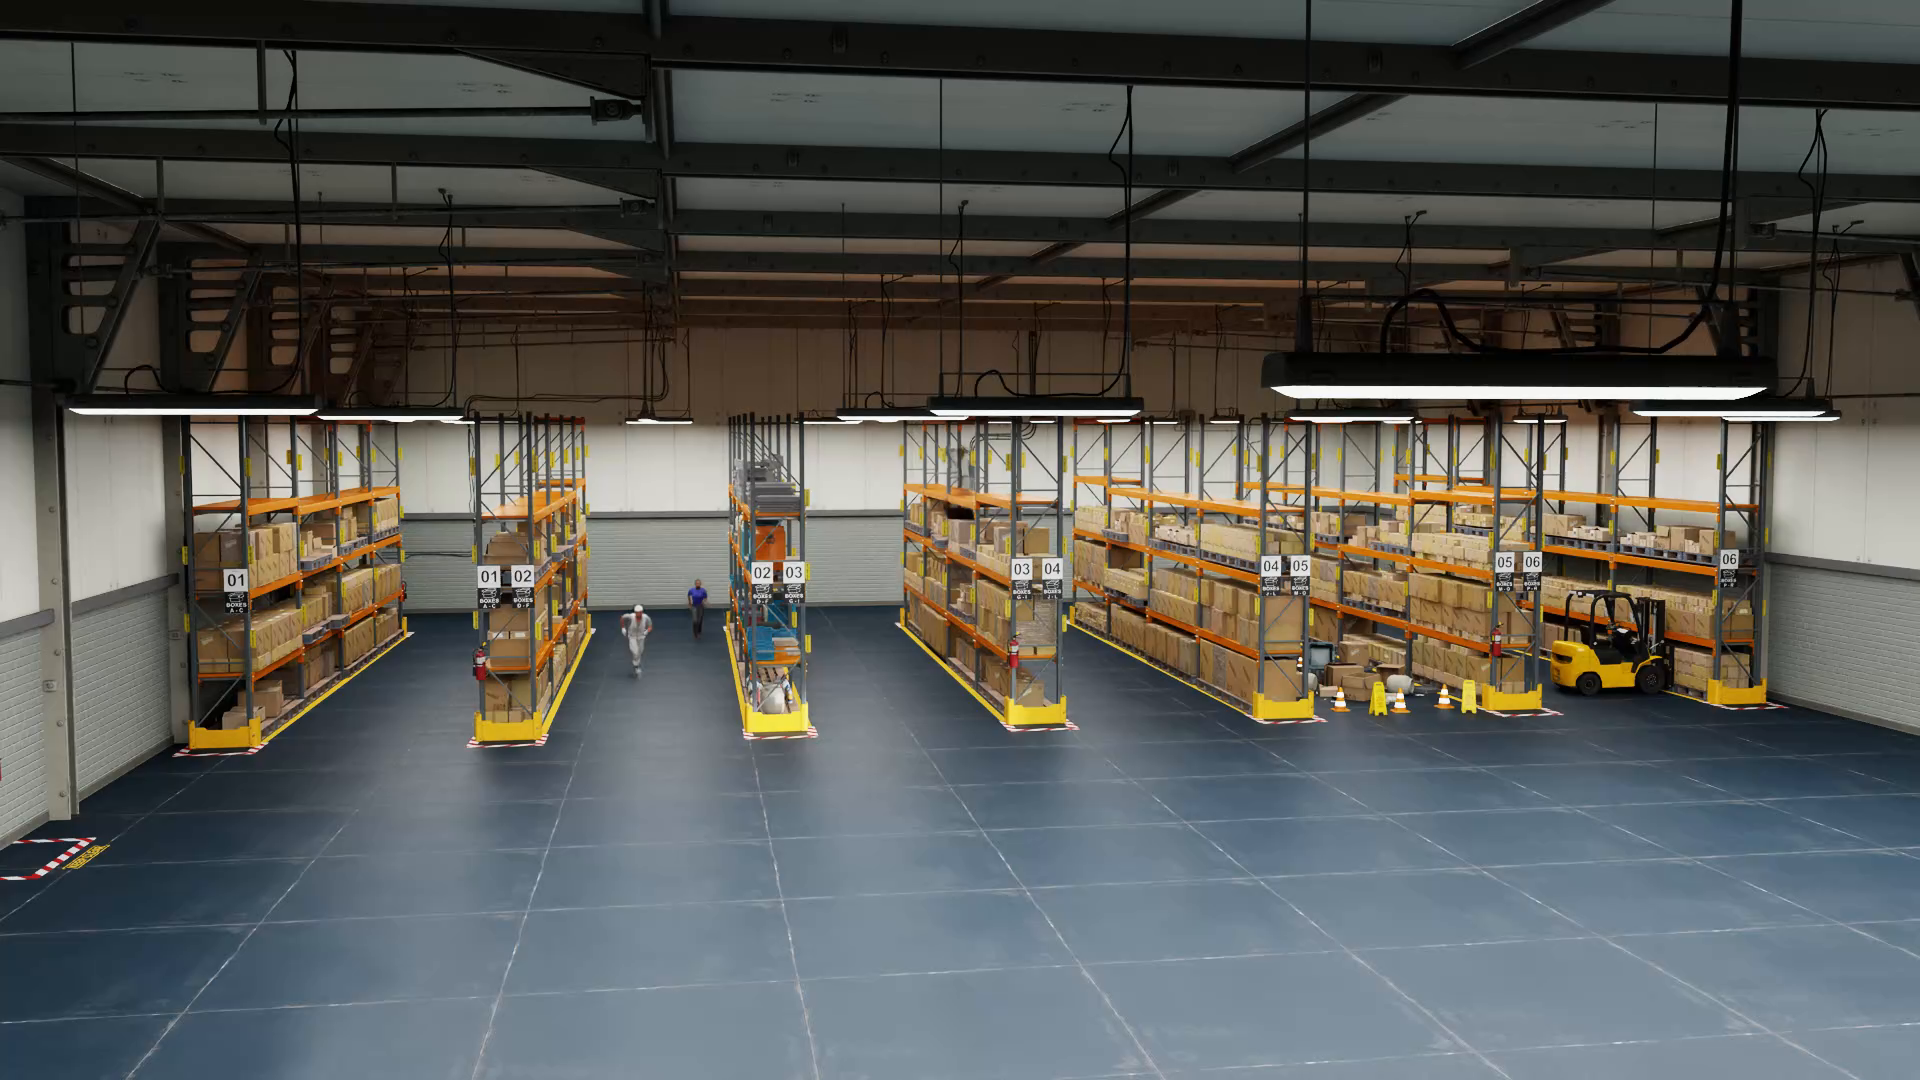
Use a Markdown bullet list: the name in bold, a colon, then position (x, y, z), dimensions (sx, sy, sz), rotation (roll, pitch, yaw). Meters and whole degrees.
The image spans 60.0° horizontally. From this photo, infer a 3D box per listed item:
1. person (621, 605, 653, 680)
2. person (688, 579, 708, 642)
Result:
- **person**: position (-7.408, 2.316, 38.066), dimensions (0.706, 1.732, 1.054), rotation (-1, 4, -18)
- **person**: position (-7.020, 1.892, 44.568), dimensions (0.507, 1.713, 0.862), rotation (-1, 4, -17)
